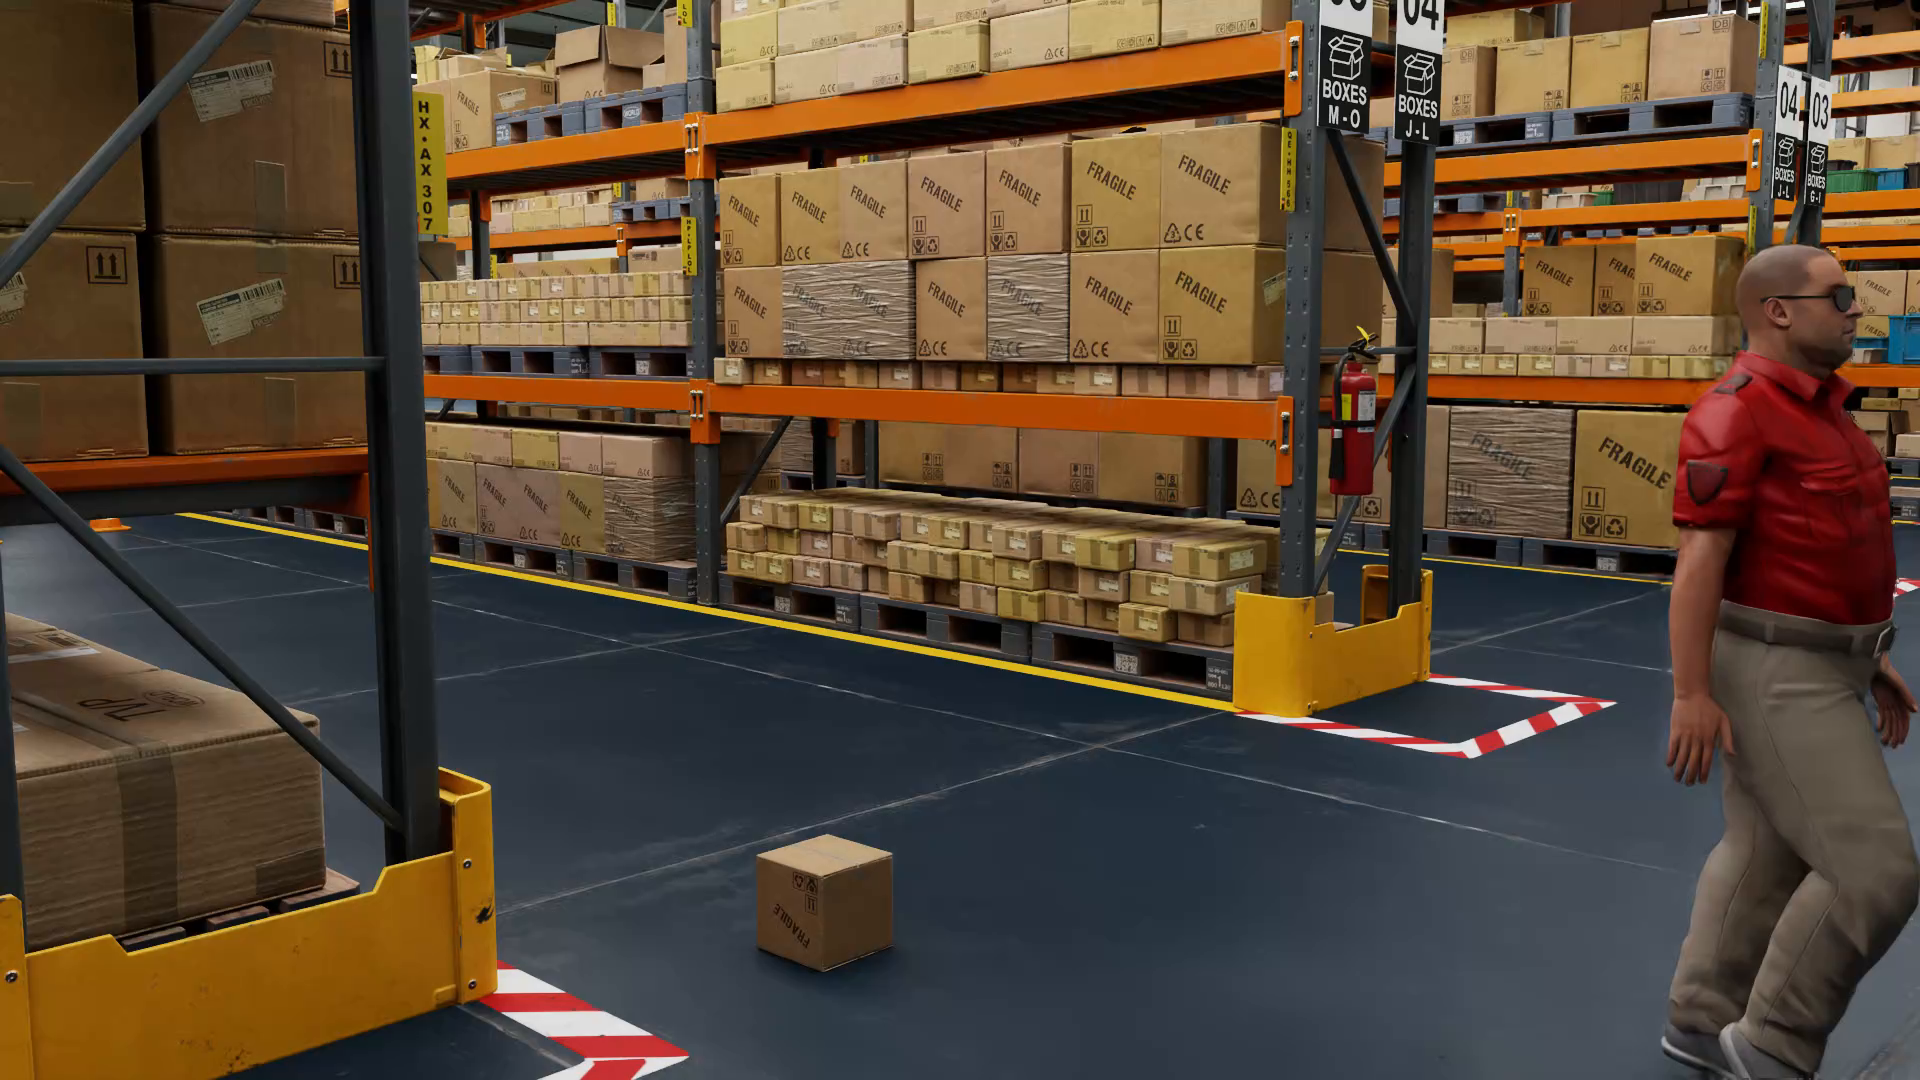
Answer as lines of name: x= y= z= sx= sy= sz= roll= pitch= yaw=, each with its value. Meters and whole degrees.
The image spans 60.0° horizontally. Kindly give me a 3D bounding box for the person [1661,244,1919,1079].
person: x=1.660 y=0.322 z=3.270 sx=0.512 sy=1.786 sz=0.586 roll=7 pitch=10 yaw=43
